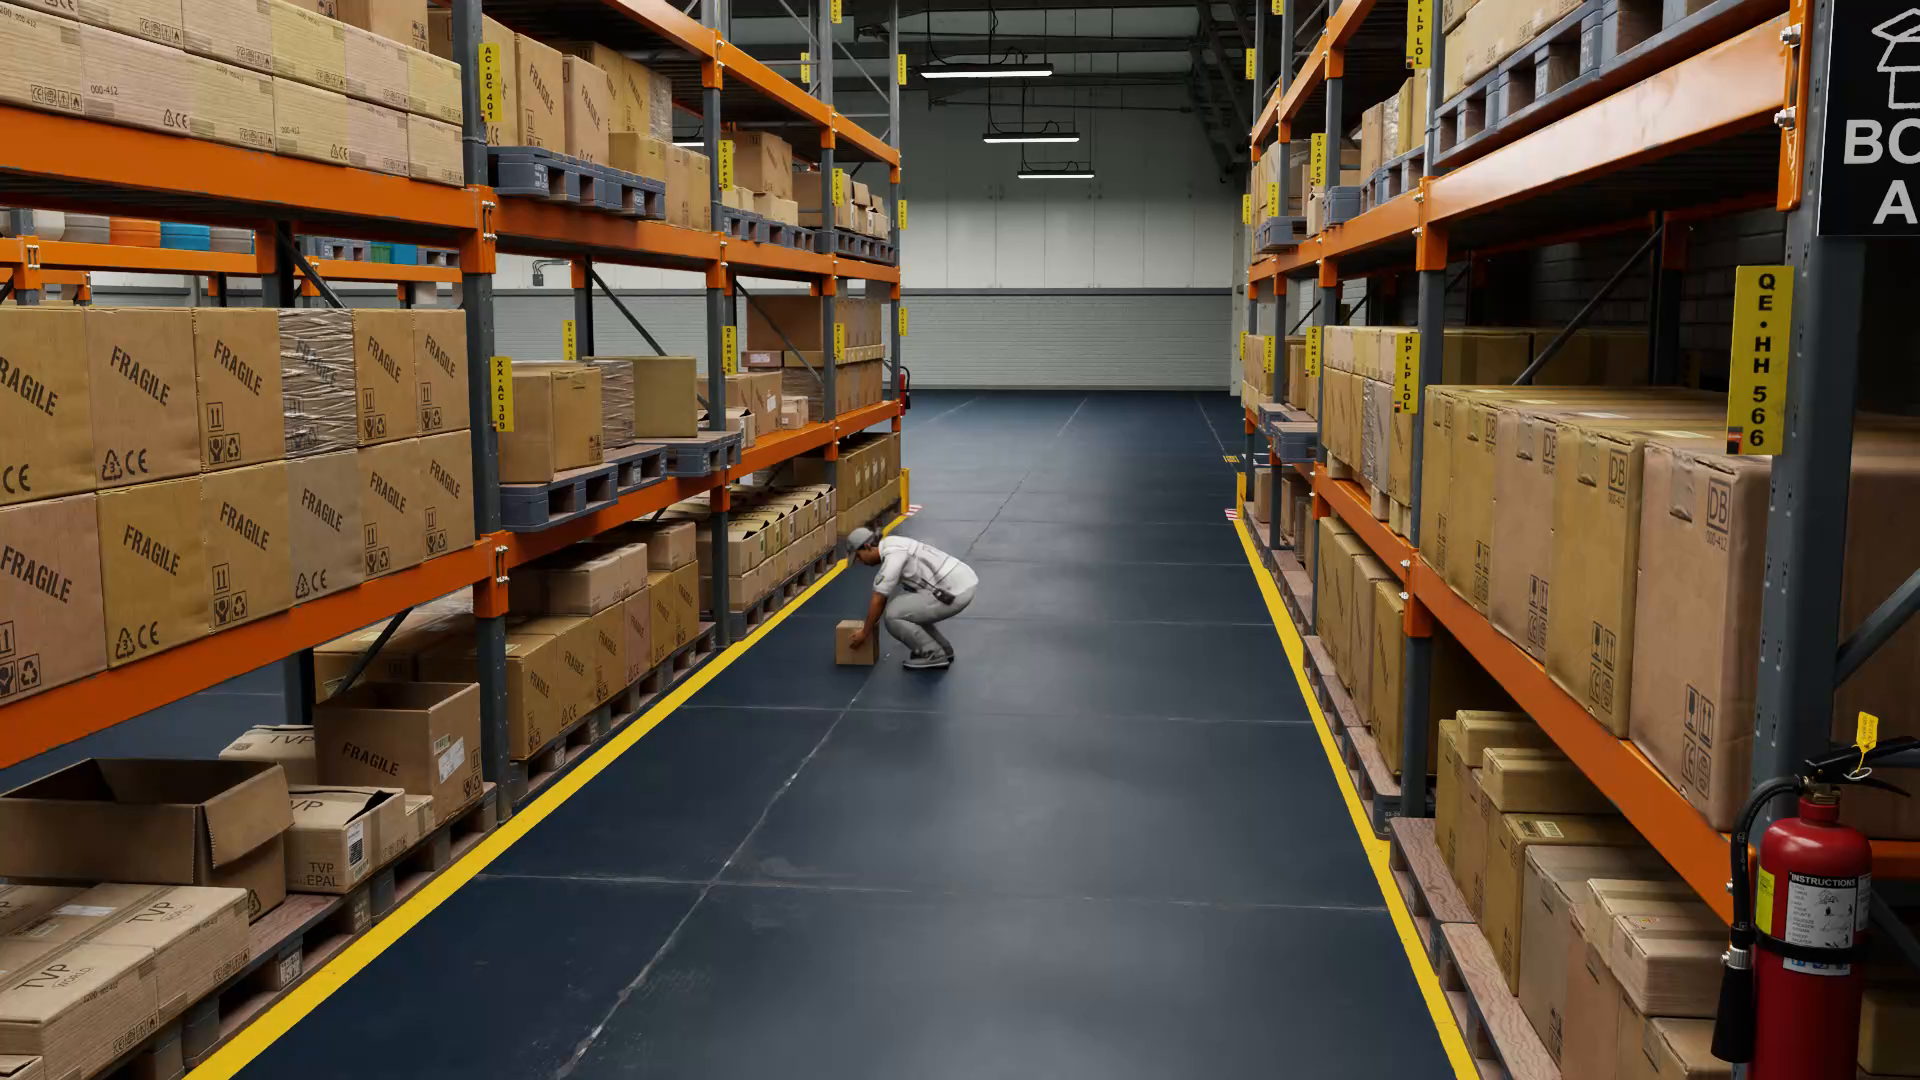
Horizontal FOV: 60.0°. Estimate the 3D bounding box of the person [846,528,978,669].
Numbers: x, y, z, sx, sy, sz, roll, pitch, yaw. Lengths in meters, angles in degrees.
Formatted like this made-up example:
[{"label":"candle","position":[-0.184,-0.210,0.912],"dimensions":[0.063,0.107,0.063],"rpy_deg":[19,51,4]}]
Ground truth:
[{"label":"person","position":[-0.314,0.369,10.915],"dimensions":[0.858,0.907,0.523],"rpy_deg":[1,8,6]}]
